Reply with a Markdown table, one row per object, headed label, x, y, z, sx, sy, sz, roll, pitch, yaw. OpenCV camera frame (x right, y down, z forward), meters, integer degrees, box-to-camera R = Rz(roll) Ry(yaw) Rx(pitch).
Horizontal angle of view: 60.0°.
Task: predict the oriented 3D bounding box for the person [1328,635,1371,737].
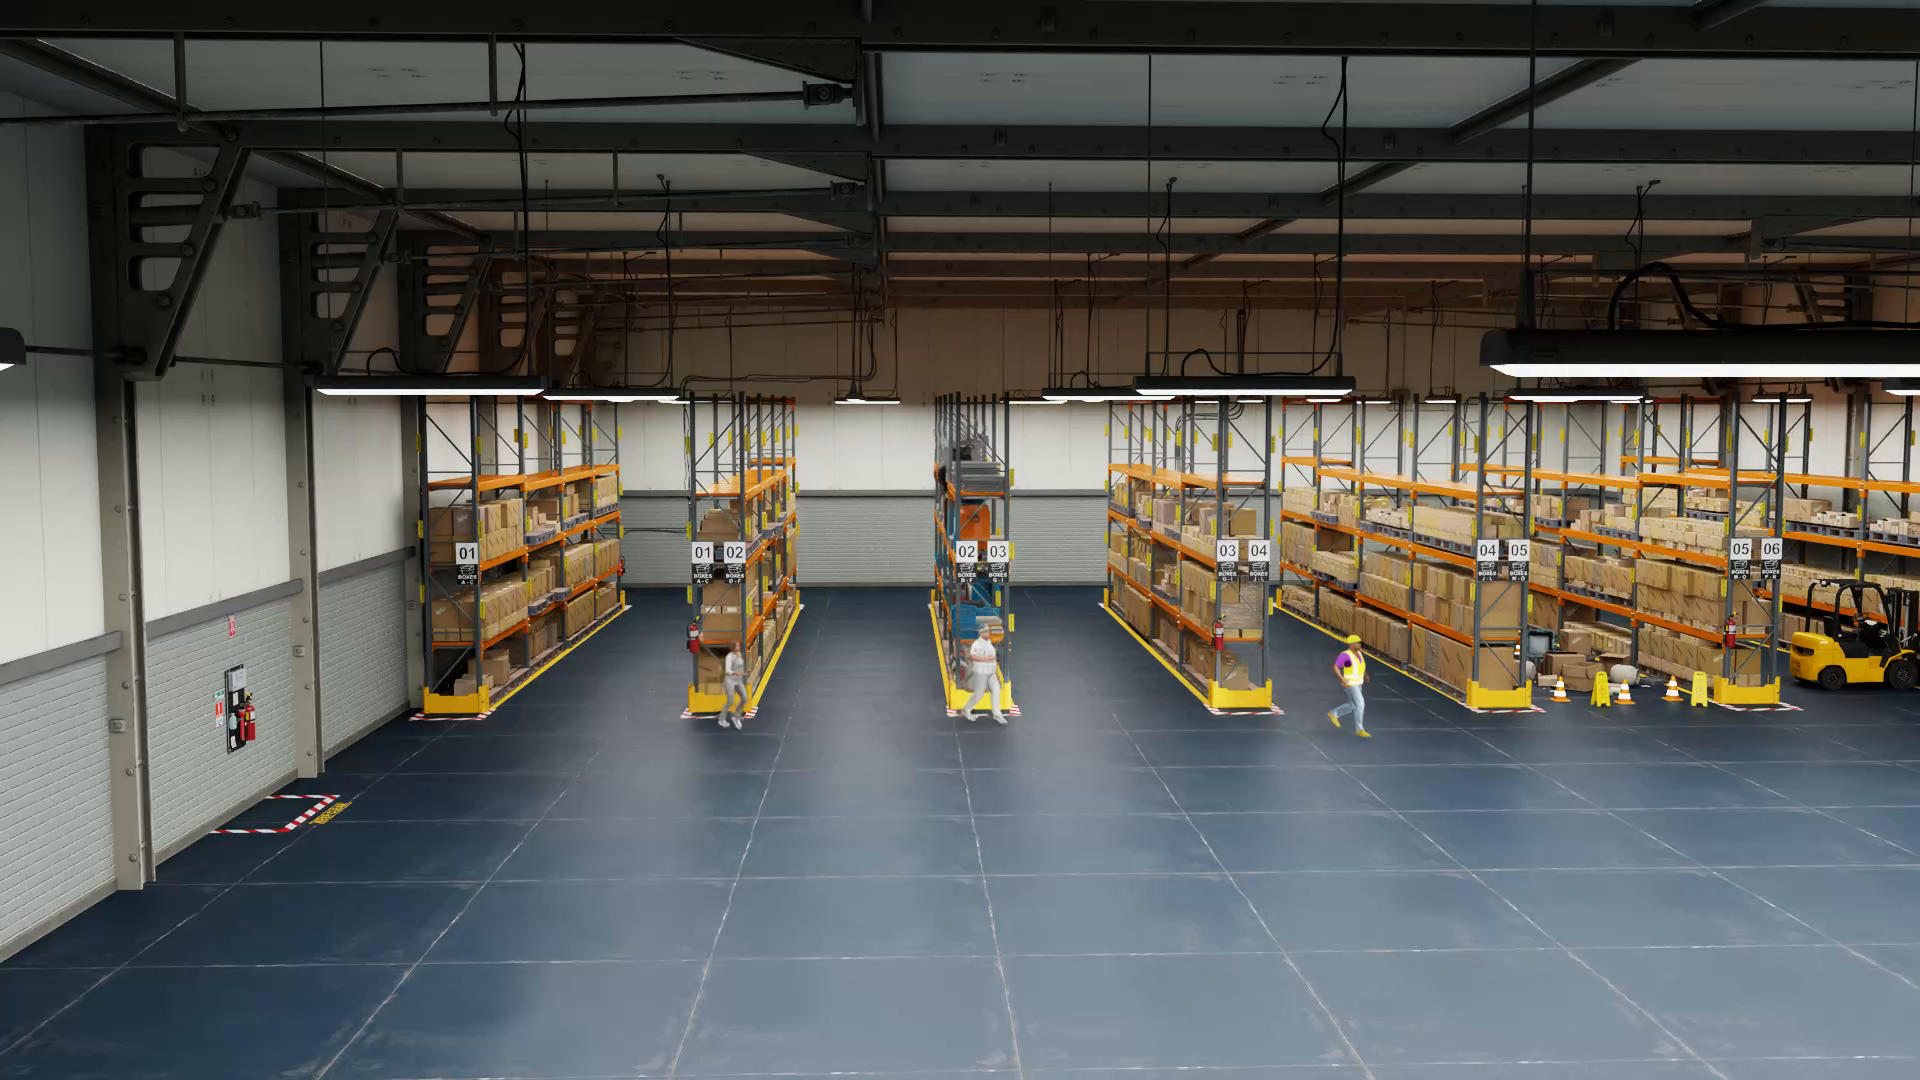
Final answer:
| label | x | y | z | sx | sy | sz | roll | pitch | yaw |
| --- | --- | --- | --- | --- | --- | --- | --- | --- | --- |
| person | 6.819 | 2.529 | 29.087 | 0.872 | 1.765 | 0.711 | 4 | 6 | 38 |

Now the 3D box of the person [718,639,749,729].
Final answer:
| label | x | y | z | sx | sy | sz | roll | pitch | yaw |
| --- | --- | --- | --- | --- | --- | --- | --- | --- | --- |
| person | -3.991 | 2.569 | 29.581 | 0.668 | 1.621 | 0.547 | 3 | 5 | 31 |

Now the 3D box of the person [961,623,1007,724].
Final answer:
| label | x | y | z | sx | sy | sz | roll | pitch | yaw |
| --- | --- | --- | --- | --- | --- | --- | --- | --- | --- |
| person | 0.439 | 2.412 | 30.080 | 0.864 | 1.819 | 0.665 | 3 | 6 | 36 |

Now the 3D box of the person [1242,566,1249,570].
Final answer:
| label | x | y | z | sx | sy | sz | roll | pitch | yaw |
| --- | --- | --- | --- | --- | --- | --- | --- | --- | --- |
| person | 8.005 | 1.160 | 45.831 | 0.671 | 1.791 | 0.888 | 0 | 5 | 6 |
